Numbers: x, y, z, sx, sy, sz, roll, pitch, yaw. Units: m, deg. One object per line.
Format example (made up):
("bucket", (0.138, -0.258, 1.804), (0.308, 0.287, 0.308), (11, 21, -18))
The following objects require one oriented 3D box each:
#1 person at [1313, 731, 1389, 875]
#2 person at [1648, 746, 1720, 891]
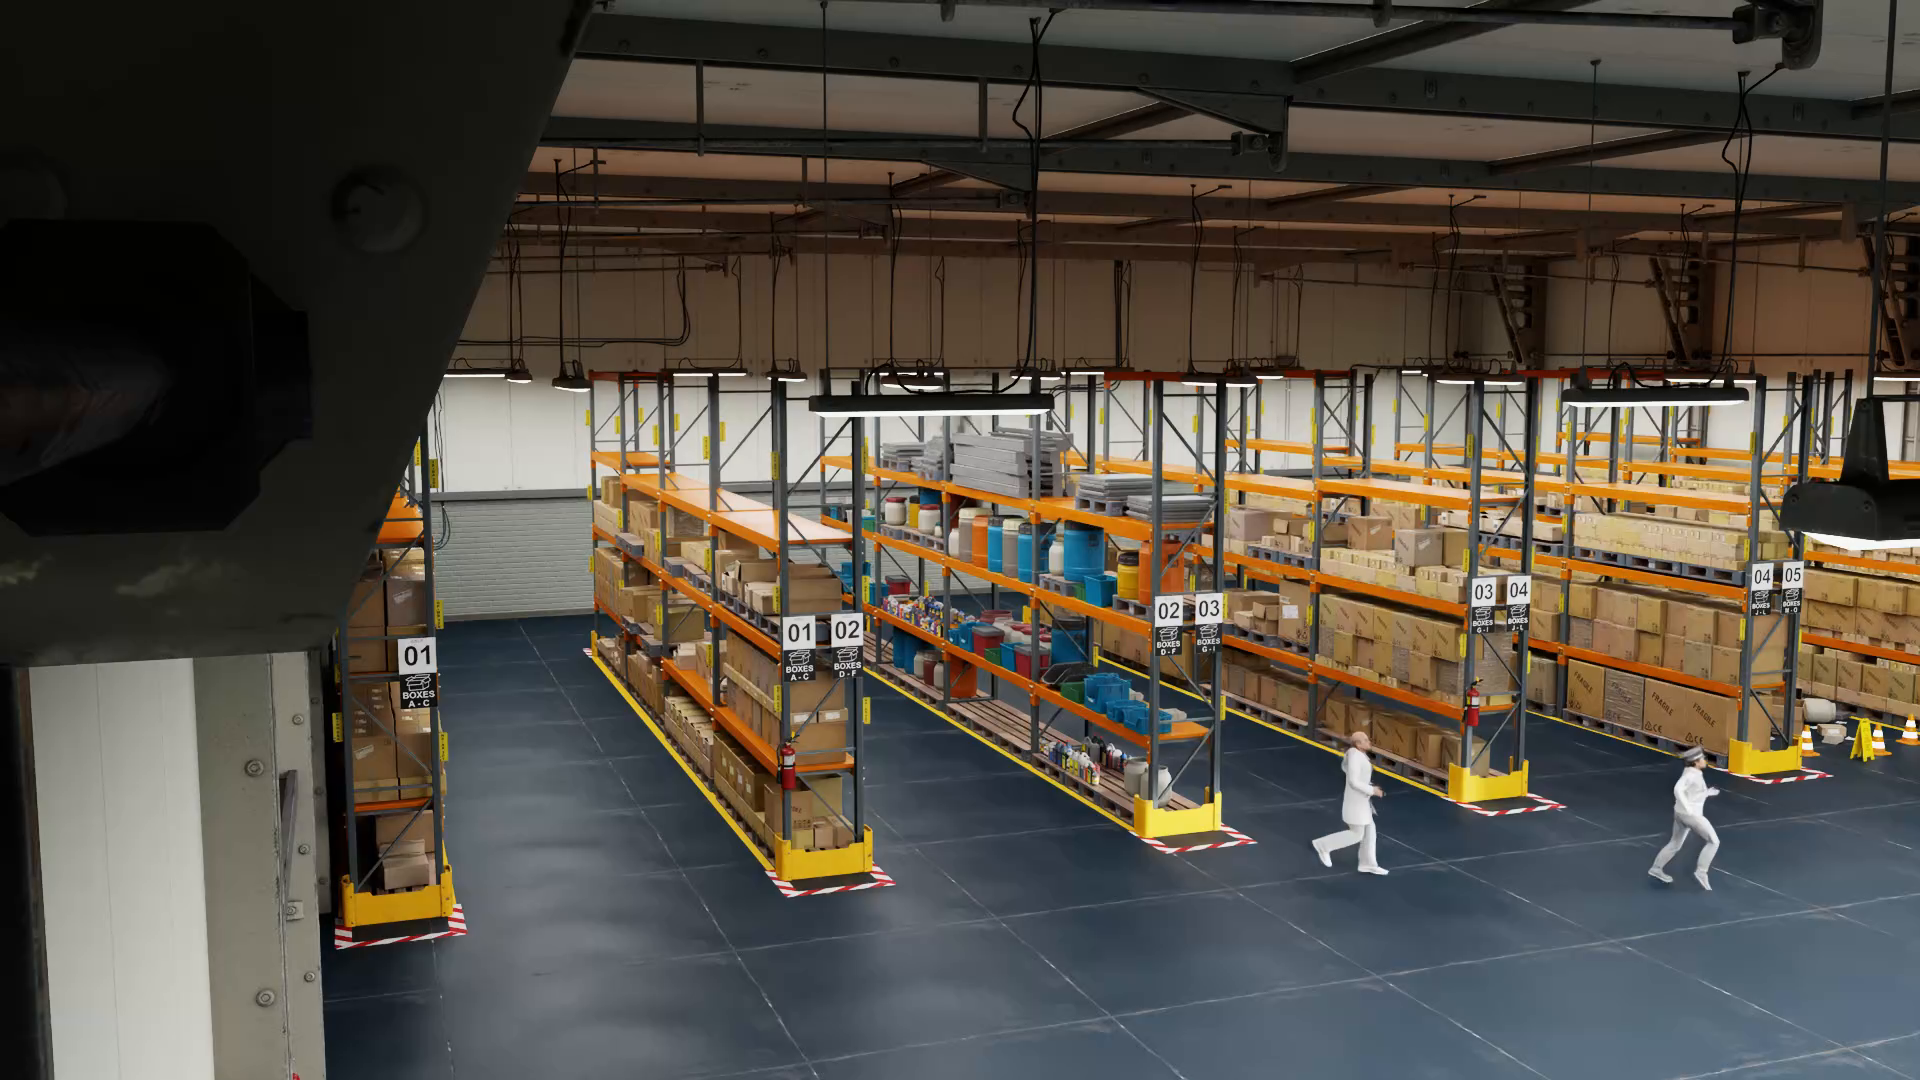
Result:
("person", (4.791, 3.204, 20.317), (0.921, 1.777, 0.719), (1, 7, 12))
("person", (8.622, 3.301, 19.789), (0.777, 1.731, 0.592), (1, 6, 6))
